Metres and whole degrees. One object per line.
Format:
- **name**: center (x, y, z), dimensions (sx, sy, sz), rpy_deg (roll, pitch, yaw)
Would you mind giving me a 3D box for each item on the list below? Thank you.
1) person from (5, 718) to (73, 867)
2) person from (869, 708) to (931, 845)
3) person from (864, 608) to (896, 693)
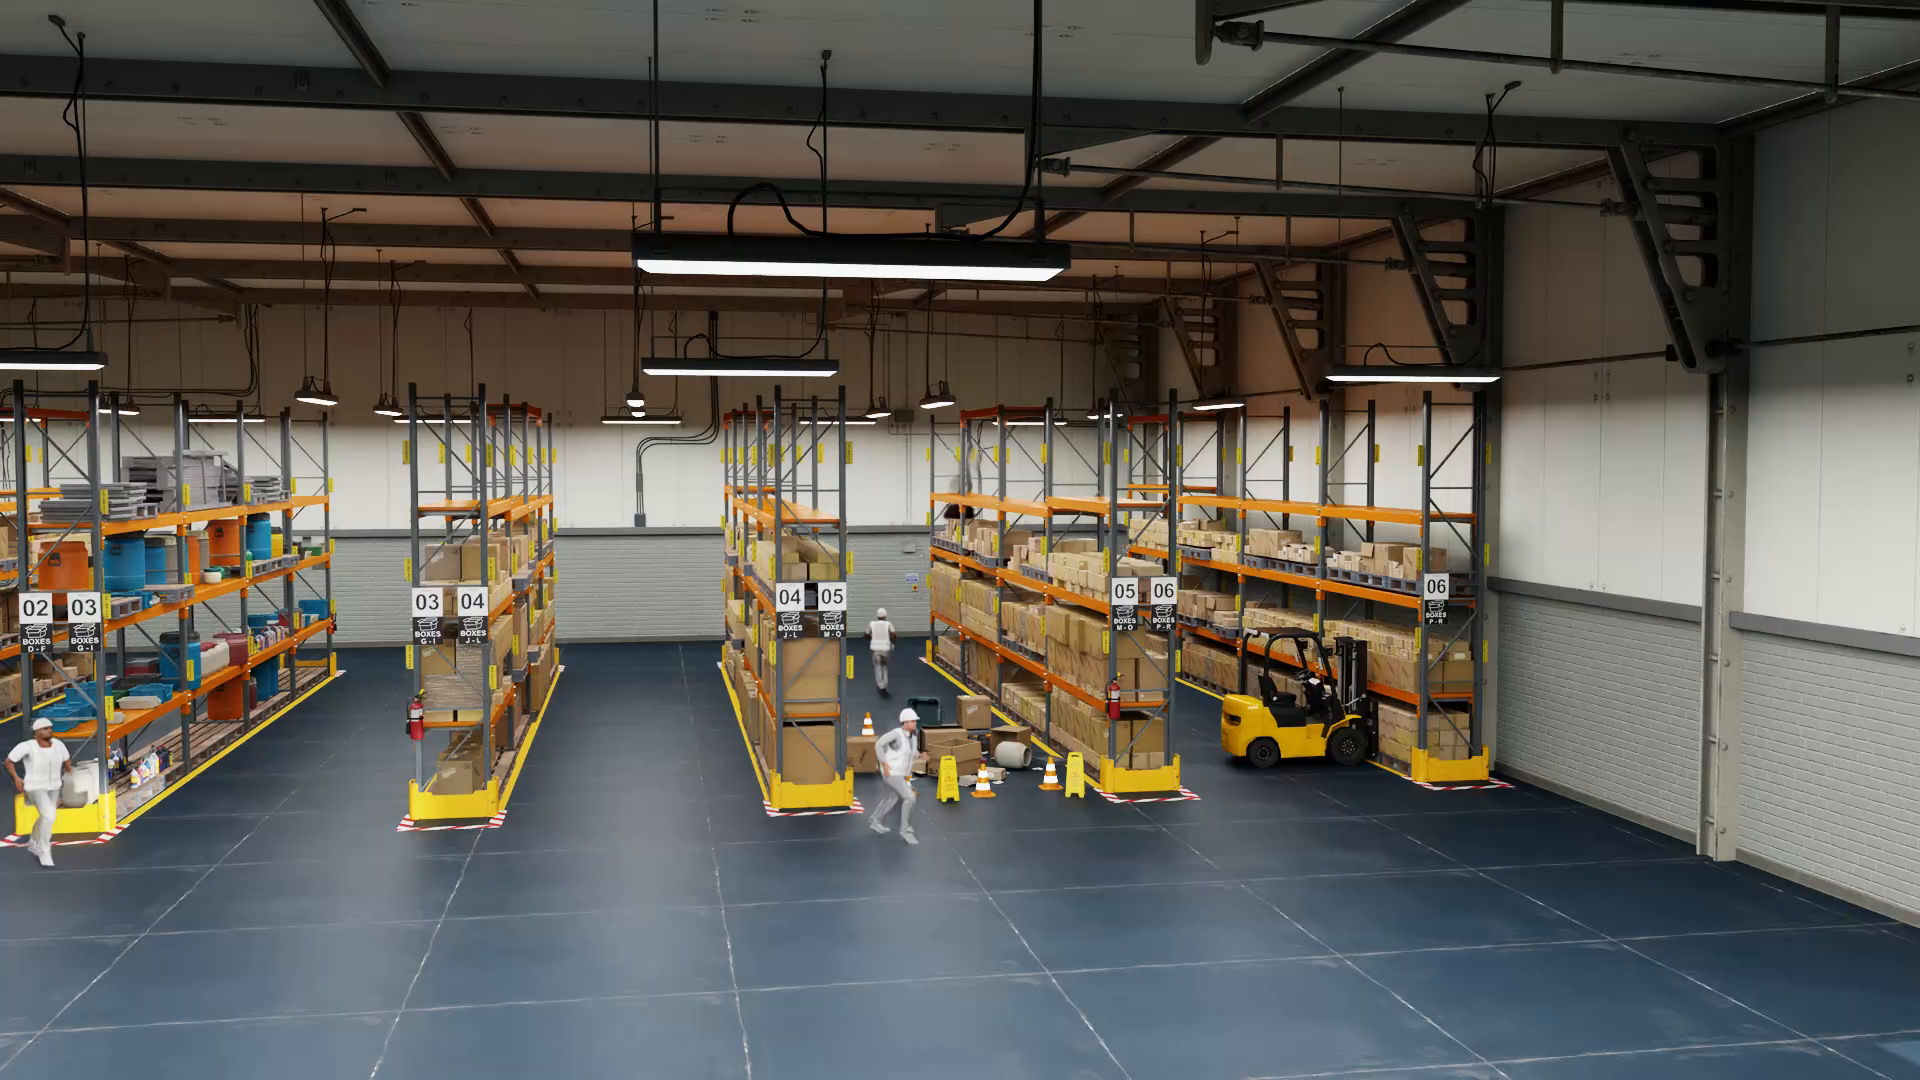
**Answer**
- **person**: center (-11.284, 3.086, 20.484), dimensions (0.745, 1.809, 0.691), rpy_deg (1, 3, 26)
- **person**: center (-0.841, 3.055, 21.618), dimensions (0.913, 1.771, 0.677), rpy_deg (2, 3, 31)
- **person**: center (-1.673, 2.354, 34.831), dimensions (0.661, 1.840, 0.776), rpy_deg (0, 3, -6)
